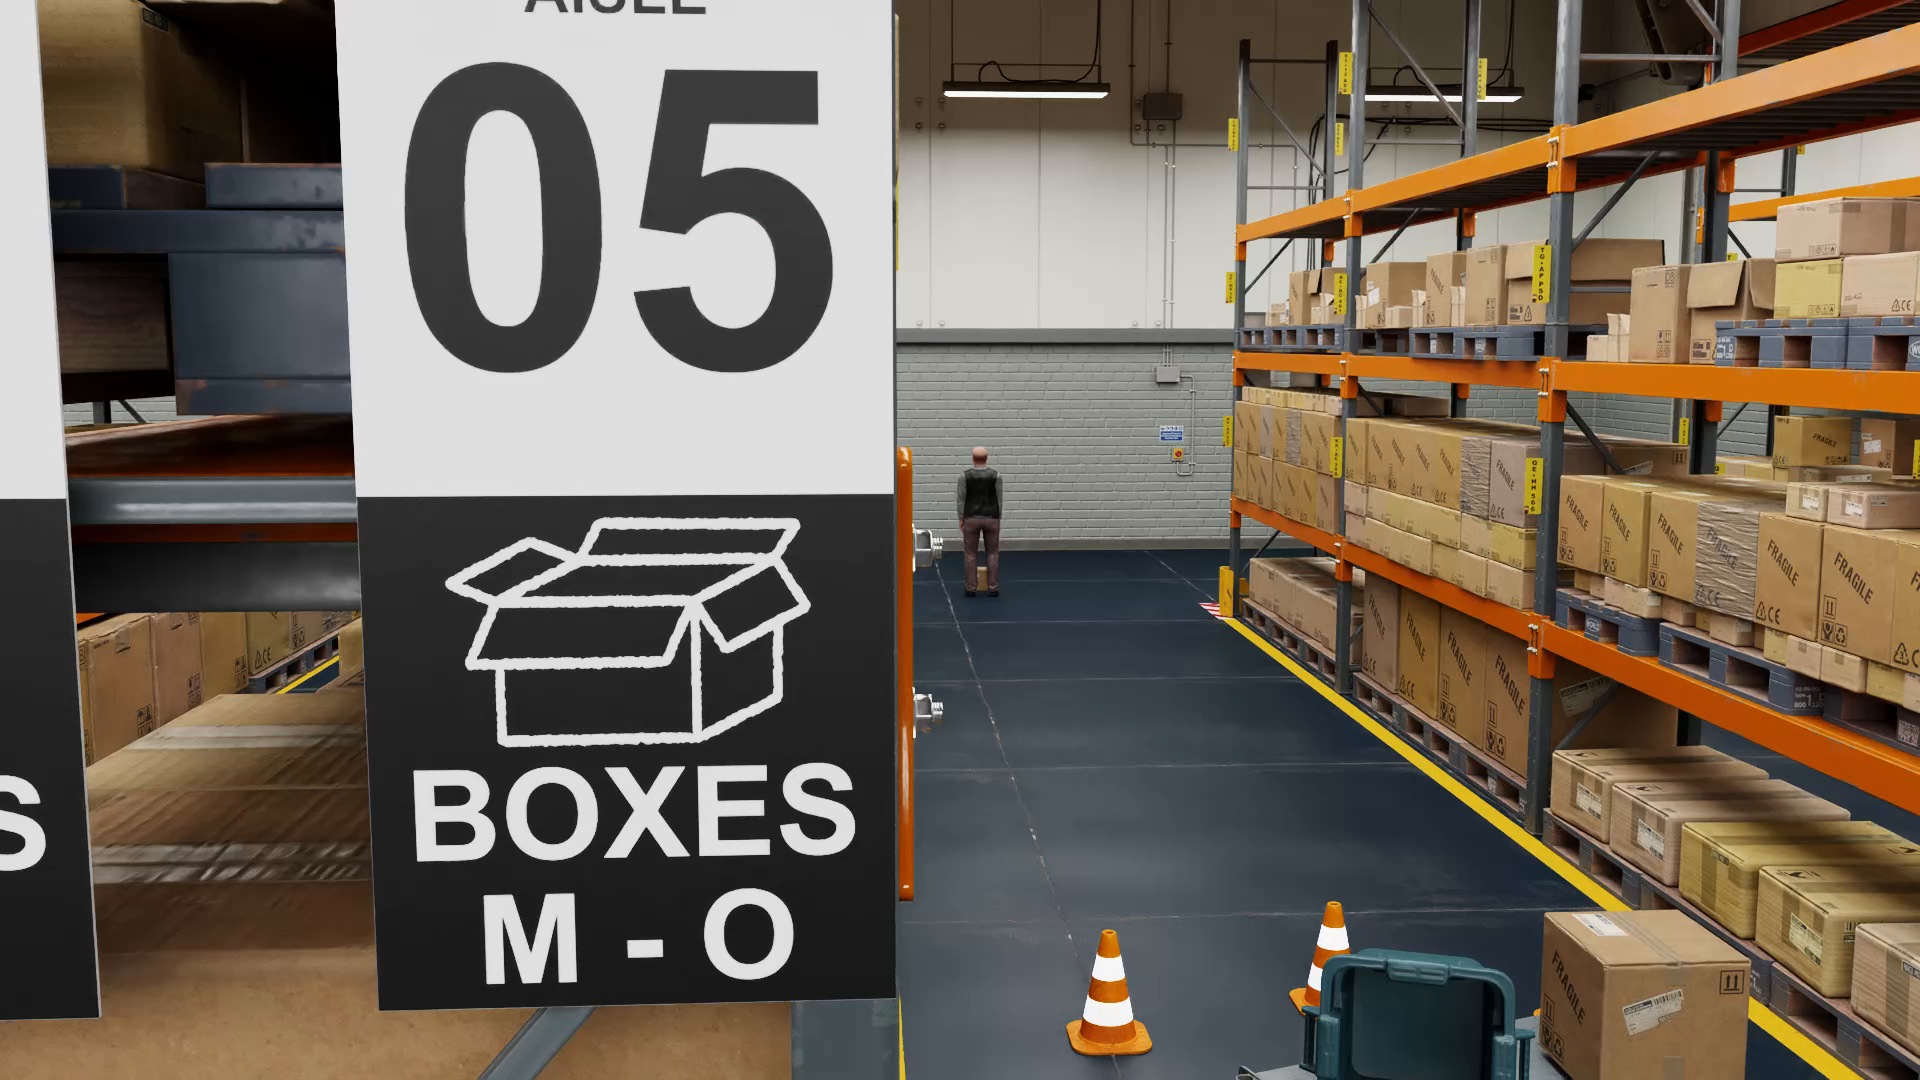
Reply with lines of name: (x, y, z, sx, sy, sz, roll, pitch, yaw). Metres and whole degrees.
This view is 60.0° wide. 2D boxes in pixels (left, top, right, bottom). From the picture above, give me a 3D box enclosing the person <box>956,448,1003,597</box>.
person: (0.224, -0.207, 19.133, 0.534, 1.714, 0.357, 0, 7, -3)
